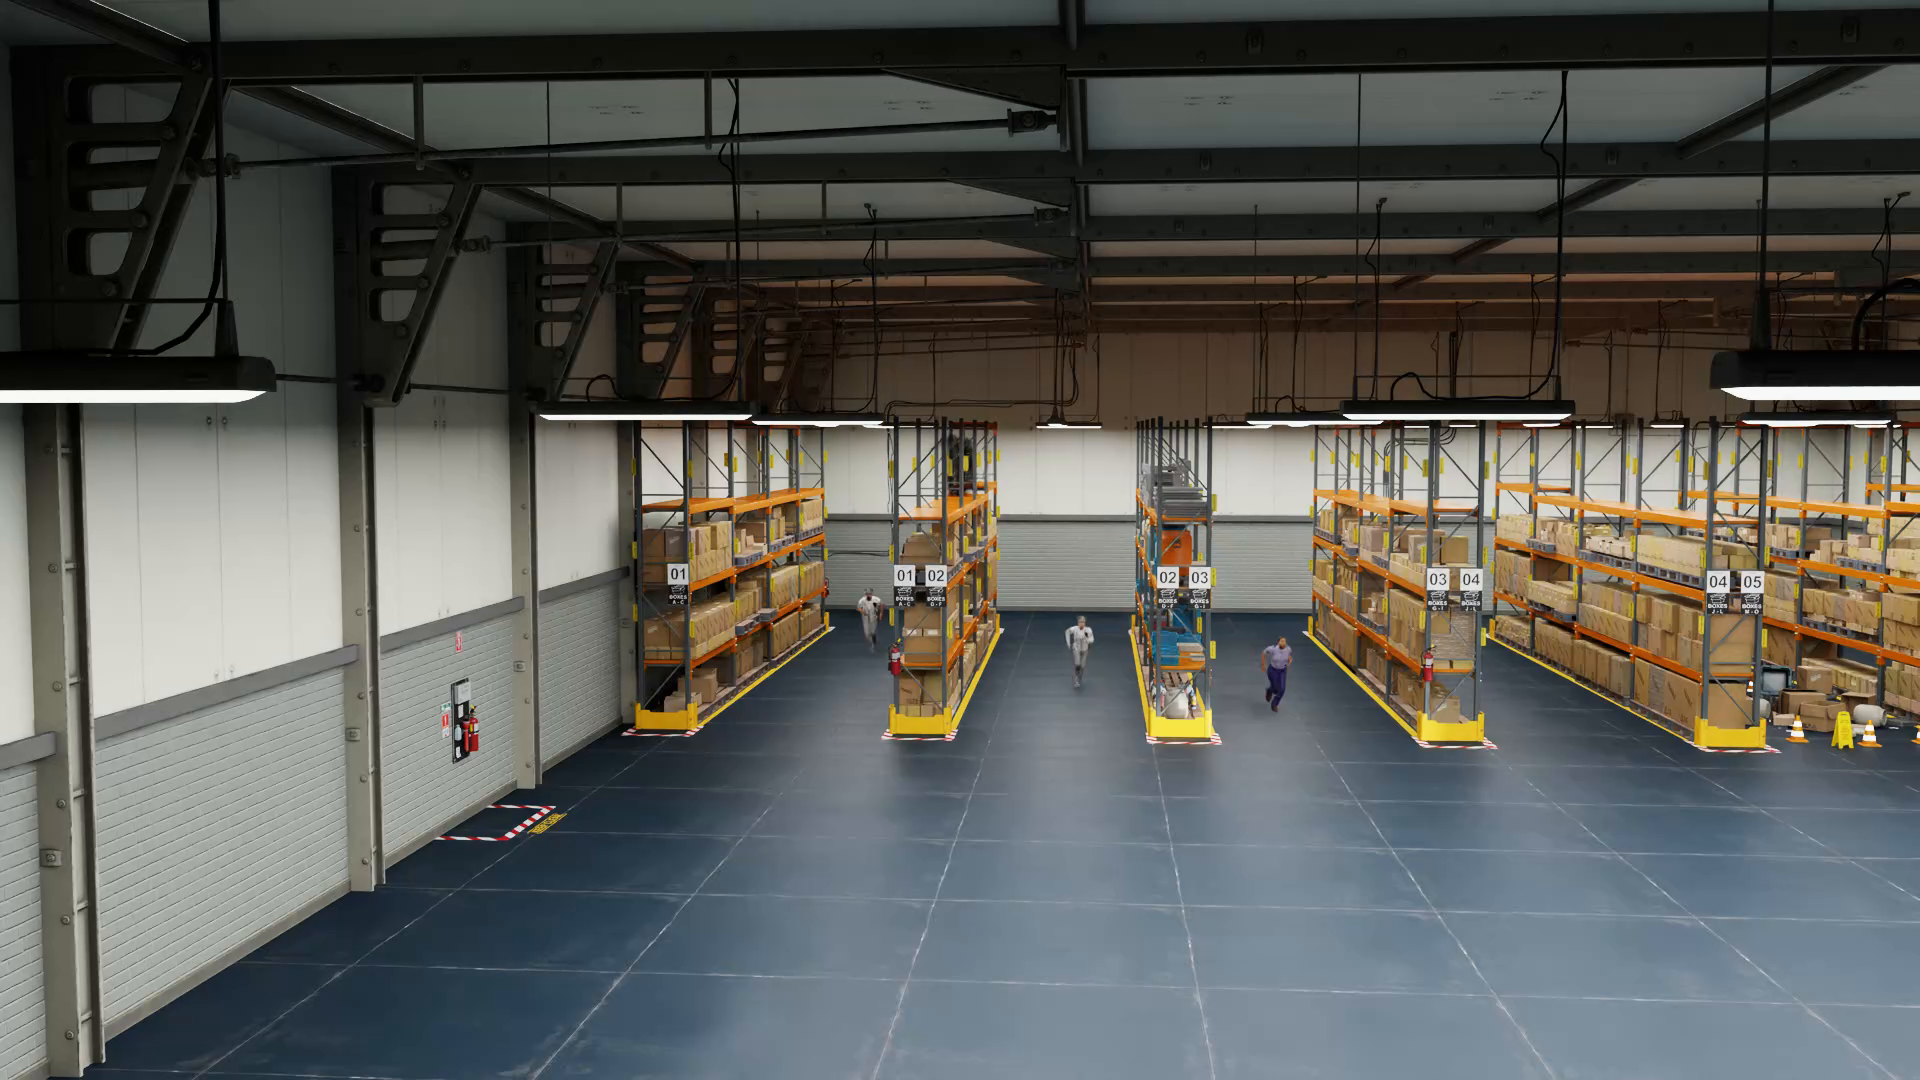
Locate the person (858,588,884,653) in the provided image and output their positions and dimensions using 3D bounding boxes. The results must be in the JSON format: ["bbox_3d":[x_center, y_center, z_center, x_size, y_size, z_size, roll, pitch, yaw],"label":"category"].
[{"bbox_3d":[-2.325,2.076,43.118,0.654,1.701,0.729,0,4,6],"label":"person"}]

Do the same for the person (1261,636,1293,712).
[{"bbox_3d":[6.502,2.734,34.031,0.596,1.581,0.689,-1,4,-16],"label":"person"}]

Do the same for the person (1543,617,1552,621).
[{"bbox_3d":[17.157,1.681,48.579,0.663,1.753,0.670,-1,4,-18],"label":"person"}]

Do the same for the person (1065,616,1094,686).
[{"bbox_3d":[2.682,2.485,37.169,0.600,1.609,0.759,0,4,-6],"label":"person"}]
